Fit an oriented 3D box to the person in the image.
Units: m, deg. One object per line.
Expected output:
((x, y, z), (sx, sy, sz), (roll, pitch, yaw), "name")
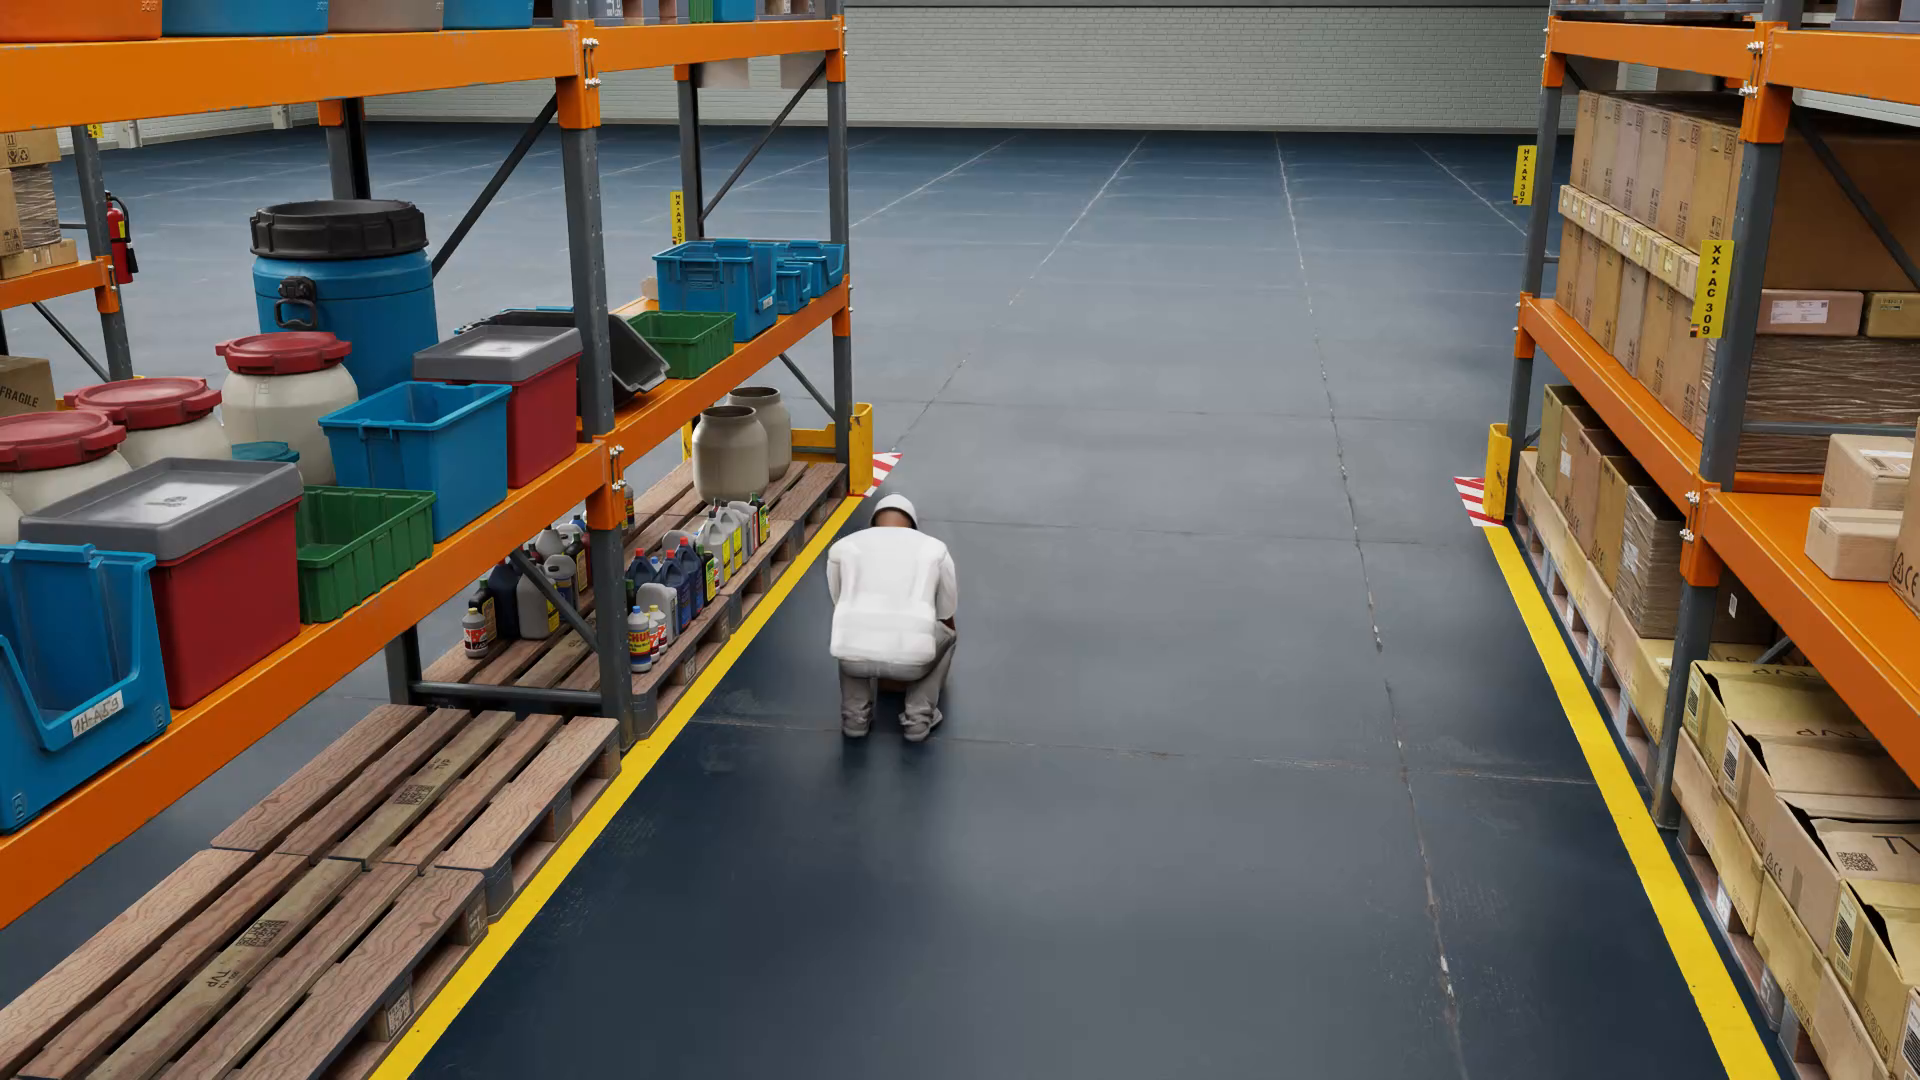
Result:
((-0.305, 0.333, 6.982), (0.562, 0.889, 0.898), (3, 18, 9), "person")
